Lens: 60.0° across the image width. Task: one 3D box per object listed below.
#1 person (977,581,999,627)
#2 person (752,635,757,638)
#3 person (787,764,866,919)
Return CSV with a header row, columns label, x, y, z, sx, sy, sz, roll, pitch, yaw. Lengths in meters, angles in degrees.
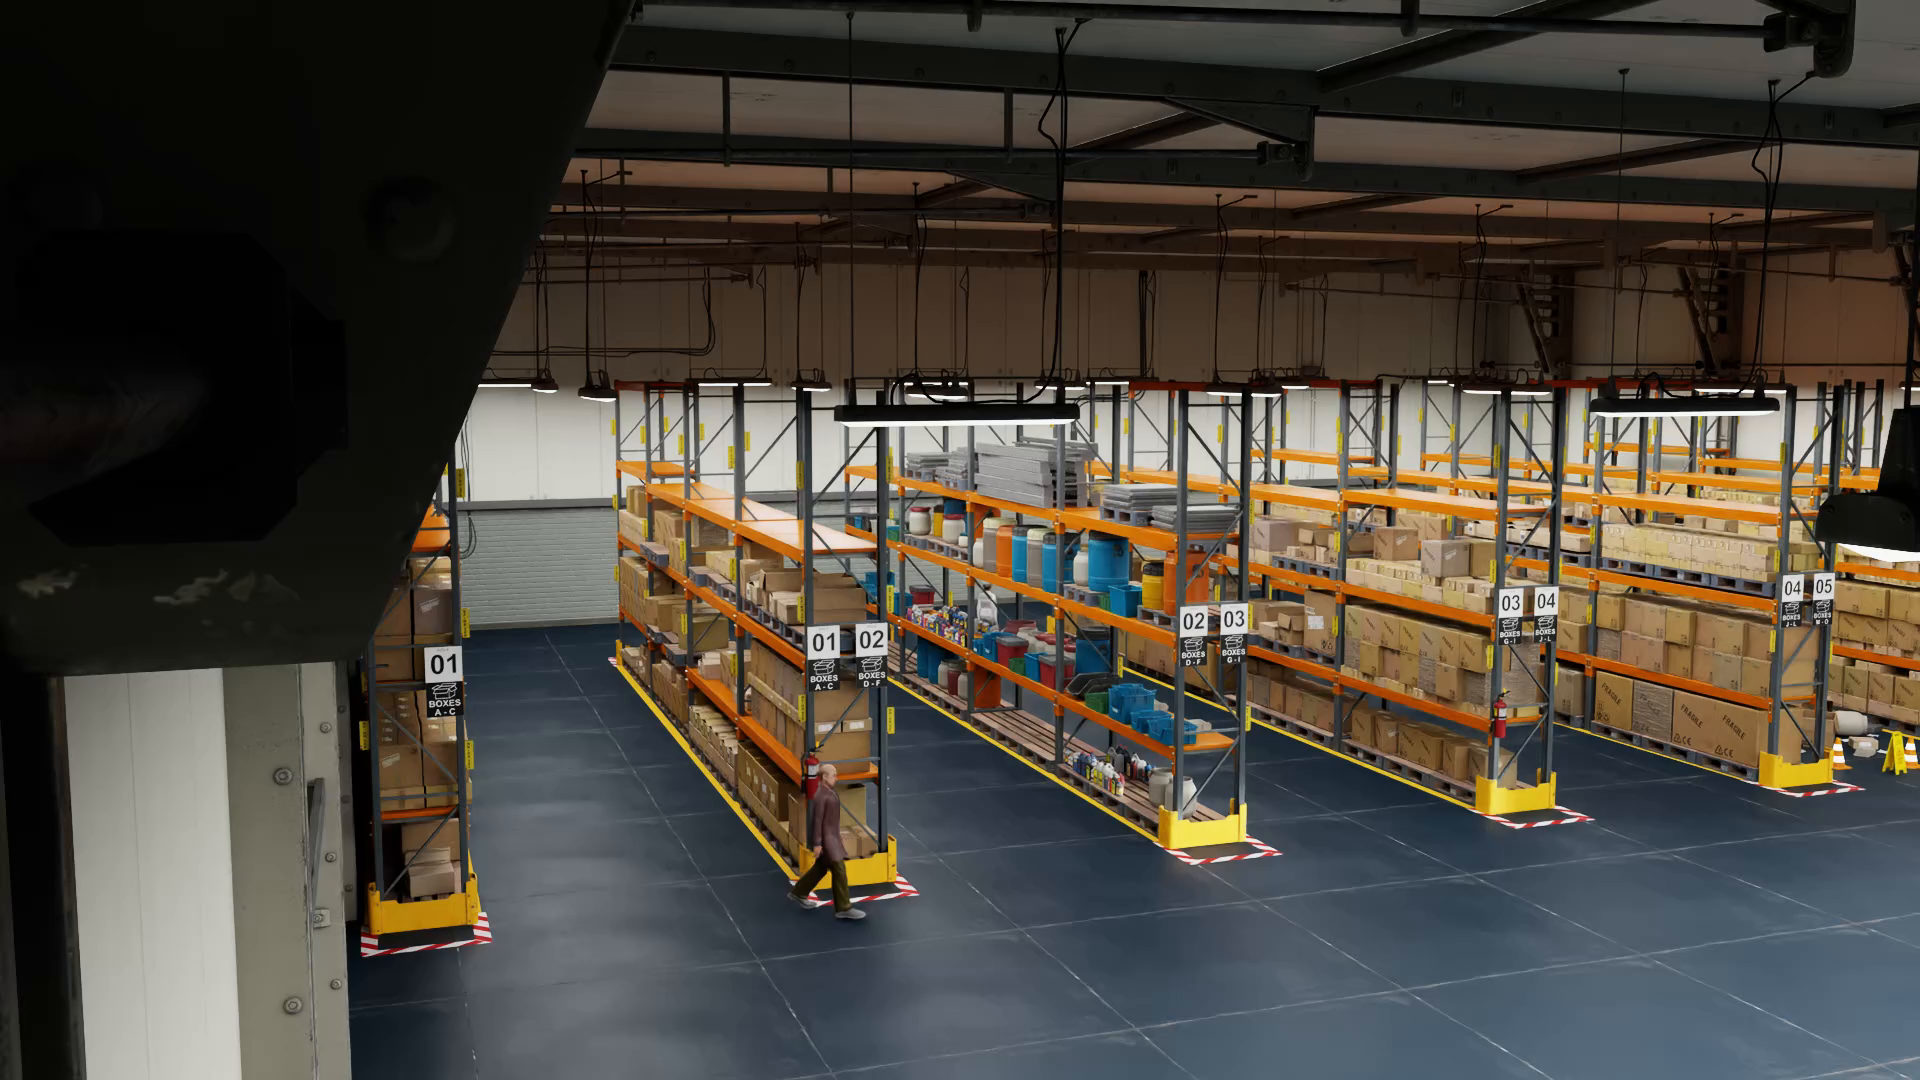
label,x,y,z,sx,sy,sz,roll,pitch,yaw
person,0.581,1.688,35.924,0.506,1.687,0.431,4,8,36
person,-3.641,2.131,31.556,0.624,1.712,1.074,-2,6,-19
person,-1.547,3.439,19.115,0.934,1.753,0.568,0,6,-2
